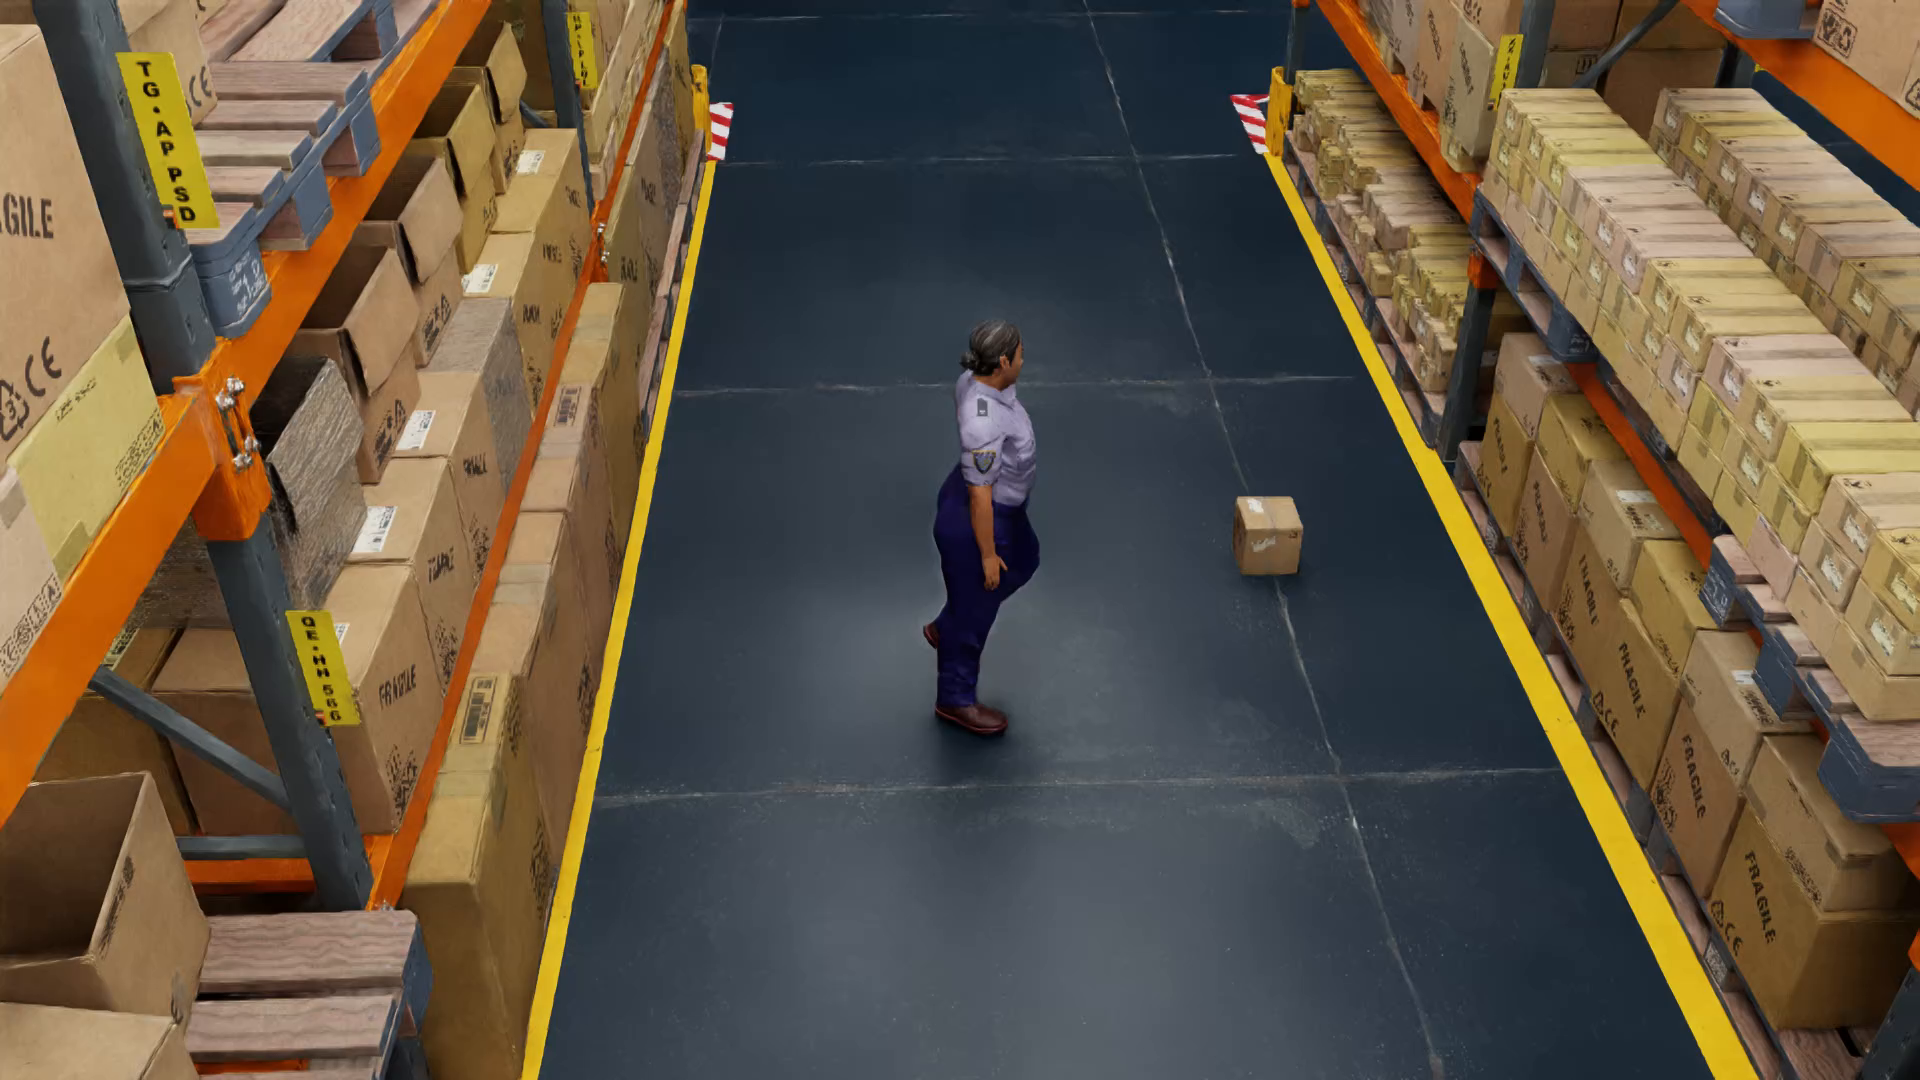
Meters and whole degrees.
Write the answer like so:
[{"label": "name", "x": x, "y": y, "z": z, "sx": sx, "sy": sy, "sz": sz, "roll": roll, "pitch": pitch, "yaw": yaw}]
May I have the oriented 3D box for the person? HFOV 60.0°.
[{"label": "person", "x": 0.082, "y": -0.075, "z": 6.234, "sx": 0.459, "sy": 1.632, "sz": 0.592, "roll": 0, "pitch": 35, "yaw": 0}]
